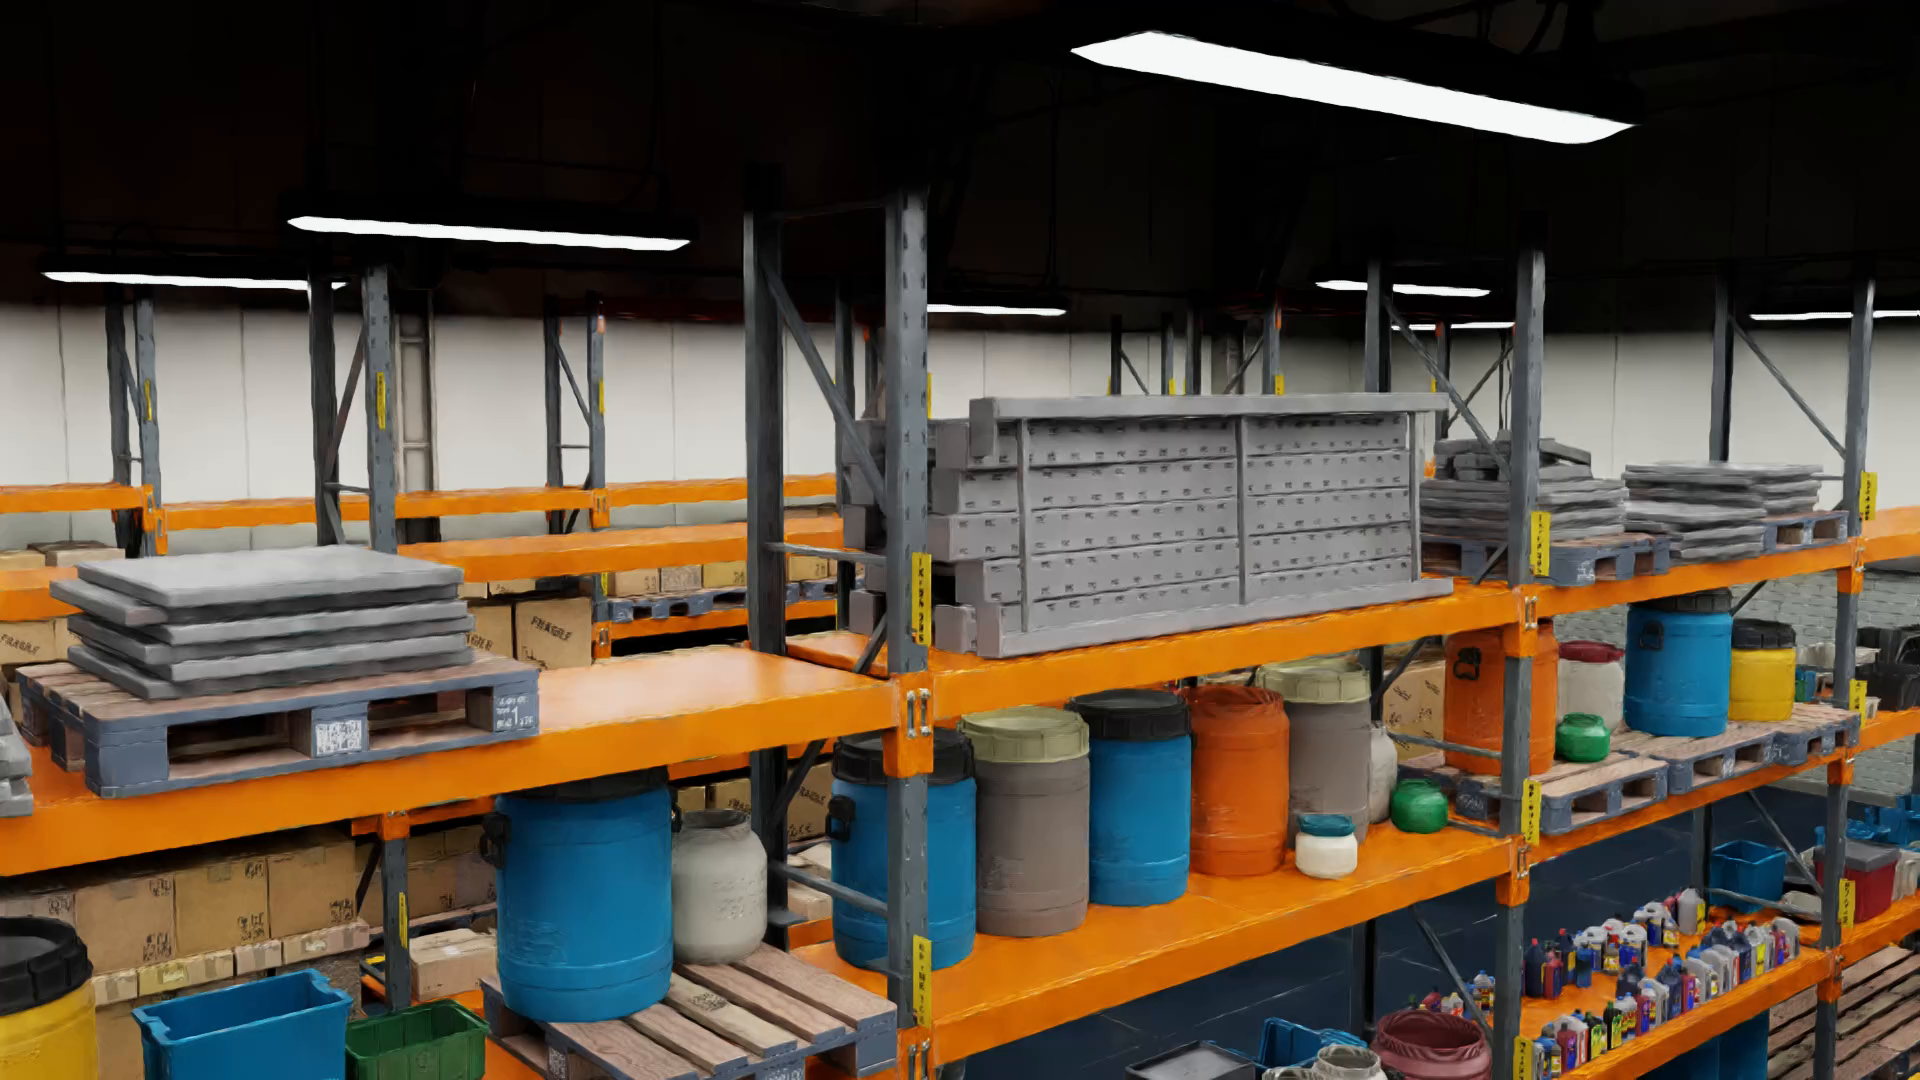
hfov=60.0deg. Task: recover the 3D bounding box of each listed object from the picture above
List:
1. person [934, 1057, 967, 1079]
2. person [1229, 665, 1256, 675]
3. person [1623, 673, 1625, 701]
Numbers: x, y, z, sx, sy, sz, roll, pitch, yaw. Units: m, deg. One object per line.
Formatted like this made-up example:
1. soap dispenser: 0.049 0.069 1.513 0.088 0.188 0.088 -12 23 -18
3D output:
1. person: -0.113 3.237 11.302 0.406 1.668 0.596 3 6 27
2. person: 3.937 2.114 22.663 0.626 1.749 0.995 3 6 25
3. person: 8.016 2.404 20.028 0.687 1.657 0.817 3 6 31
